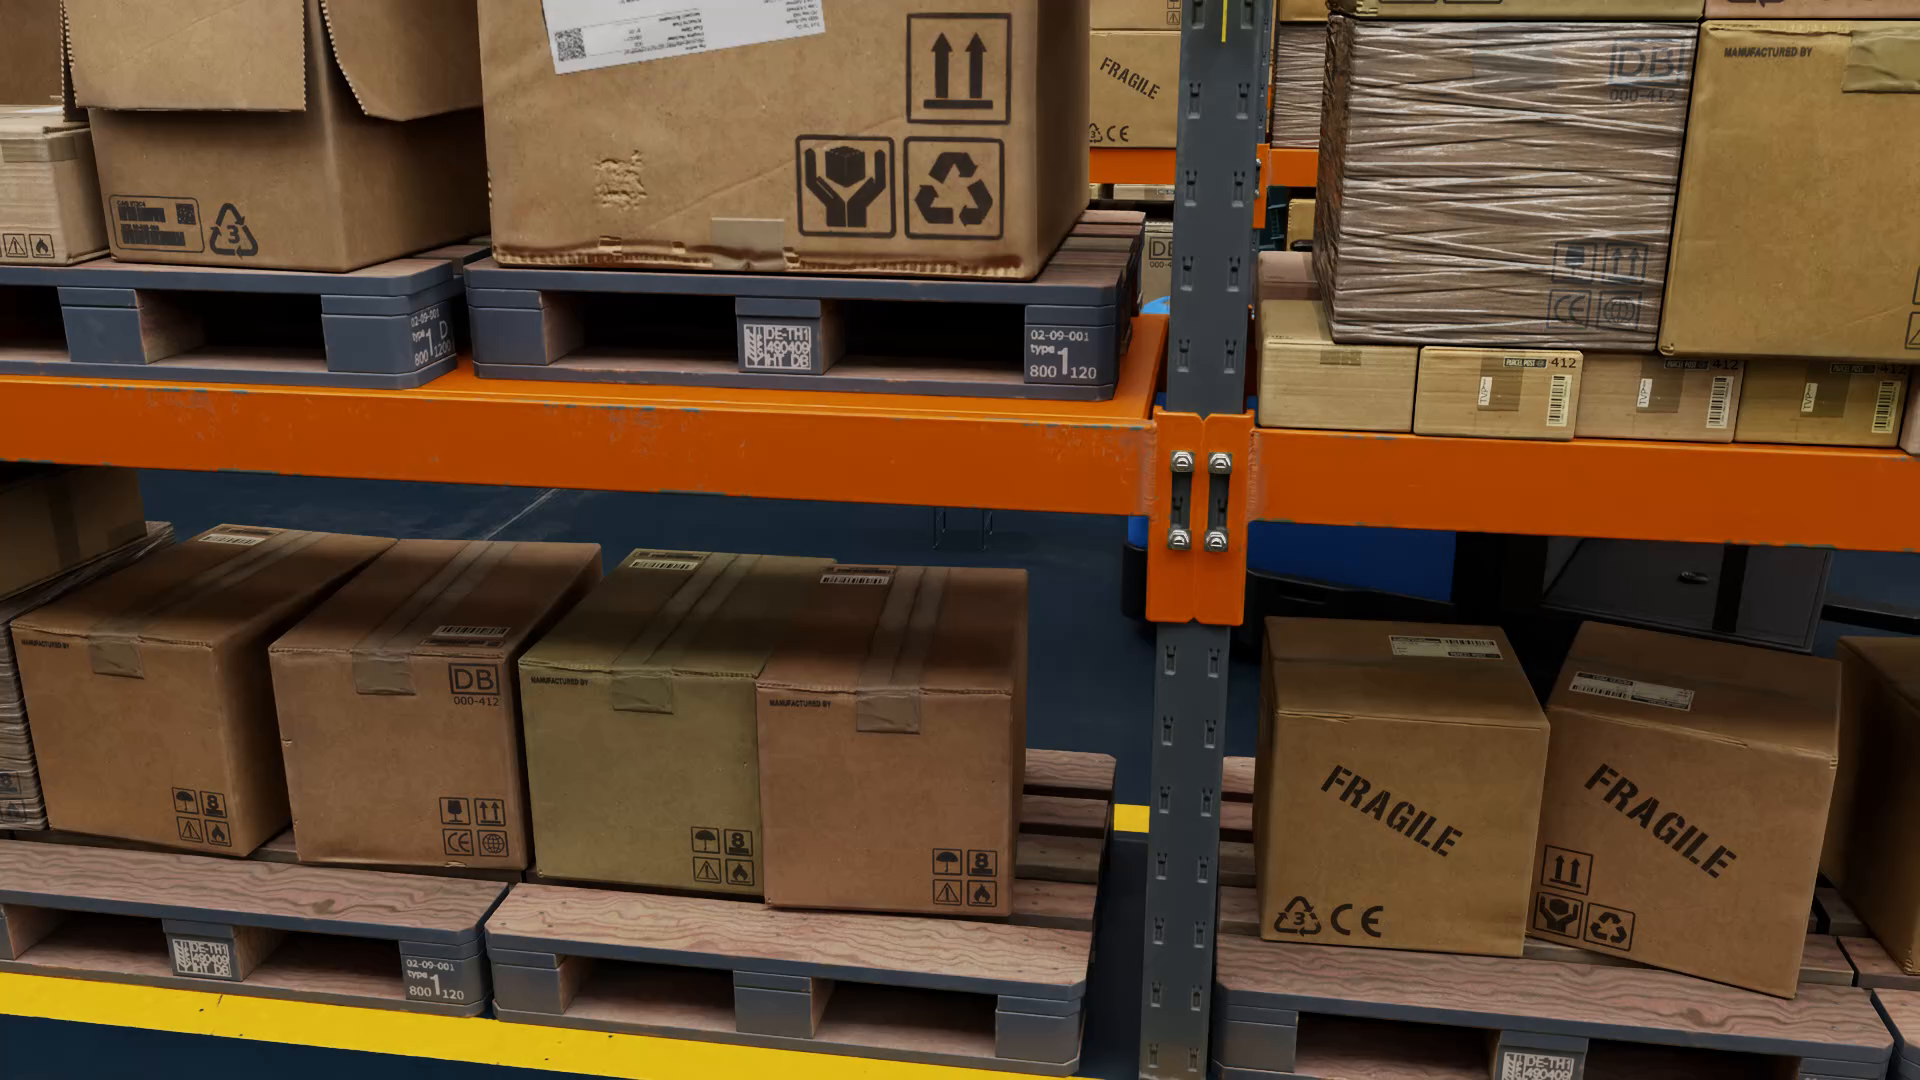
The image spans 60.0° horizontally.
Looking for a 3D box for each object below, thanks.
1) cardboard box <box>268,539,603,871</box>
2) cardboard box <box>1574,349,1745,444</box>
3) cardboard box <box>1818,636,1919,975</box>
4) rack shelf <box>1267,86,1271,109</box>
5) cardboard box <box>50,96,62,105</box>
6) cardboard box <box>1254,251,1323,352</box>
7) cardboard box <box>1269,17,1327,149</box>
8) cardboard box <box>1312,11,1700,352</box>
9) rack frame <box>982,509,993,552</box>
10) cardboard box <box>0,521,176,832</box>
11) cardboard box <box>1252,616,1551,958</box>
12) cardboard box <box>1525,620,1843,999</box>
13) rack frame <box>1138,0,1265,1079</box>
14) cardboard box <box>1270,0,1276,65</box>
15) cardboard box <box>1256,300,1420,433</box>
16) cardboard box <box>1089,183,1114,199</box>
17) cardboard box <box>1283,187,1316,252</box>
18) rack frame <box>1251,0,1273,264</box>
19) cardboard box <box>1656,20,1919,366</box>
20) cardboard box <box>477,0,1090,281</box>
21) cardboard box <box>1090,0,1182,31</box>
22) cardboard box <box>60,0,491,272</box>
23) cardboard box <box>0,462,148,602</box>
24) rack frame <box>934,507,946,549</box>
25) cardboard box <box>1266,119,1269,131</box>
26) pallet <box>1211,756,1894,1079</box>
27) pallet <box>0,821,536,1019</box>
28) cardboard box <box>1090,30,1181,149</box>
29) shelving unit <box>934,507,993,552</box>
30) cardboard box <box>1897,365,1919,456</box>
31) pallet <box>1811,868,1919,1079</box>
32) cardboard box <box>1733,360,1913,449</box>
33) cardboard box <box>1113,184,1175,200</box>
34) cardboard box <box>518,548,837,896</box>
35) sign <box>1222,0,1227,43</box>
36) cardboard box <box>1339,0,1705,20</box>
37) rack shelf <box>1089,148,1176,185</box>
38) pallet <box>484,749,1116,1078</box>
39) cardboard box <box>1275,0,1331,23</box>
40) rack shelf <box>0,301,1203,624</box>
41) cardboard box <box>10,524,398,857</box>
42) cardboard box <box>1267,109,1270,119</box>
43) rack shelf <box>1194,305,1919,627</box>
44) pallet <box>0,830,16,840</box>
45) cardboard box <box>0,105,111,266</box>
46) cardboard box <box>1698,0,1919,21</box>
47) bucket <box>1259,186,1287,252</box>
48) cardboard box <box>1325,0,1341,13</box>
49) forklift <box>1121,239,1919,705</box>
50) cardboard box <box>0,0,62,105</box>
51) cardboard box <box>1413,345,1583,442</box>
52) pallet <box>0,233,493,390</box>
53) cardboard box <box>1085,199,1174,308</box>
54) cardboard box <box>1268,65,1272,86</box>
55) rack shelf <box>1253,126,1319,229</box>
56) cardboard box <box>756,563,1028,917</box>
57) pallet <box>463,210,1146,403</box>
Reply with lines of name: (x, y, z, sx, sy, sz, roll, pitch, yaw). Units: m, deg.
cardboard box: (-1.140, 0.348, 3.781, 0.500, 0.500, 0.700, 1, 19, 4)
cardboard box: (1.144, -0.288, 2.832, 0.250, 0.149, 0.380, 3, 19, 9)
cardboard box: (2.064, 0.519, 3.302, 0.500, 0.500, 0.500, 1, 19, 4)
rack shelf: (4.030, -3.196, 12.260, 4.000, 0.370, 1.077, 3, 19, 9)
cardboard box: (-1.777, -0.870, 3.726, 0.258, 0.266, 0.396, 2, 19, 7)
cardboard box: (0.742, -0.495, 3.451, 0.250, 0.149, 0.380, 3, 19, 9)
cardboard box: (1.736, -2.138, 7.729, 0.550, 0.550, 0.875, 3, 19, 9)
cardboard box: (0.918, -0.679, 2.979, 0.500, 0.500, 0.875, 3, 19, 9)
rack frame: (0.105, -0.564, 6.097, 0.006, 1.200, 0.240, 3, 19, 9)
cardboard box: (-2.252, 0.294, 3.943, 0.500, 0.500, 0.700, 1, 19, 4)
cardboard box: (0.872, 0.486, 3.400, 0.500, 0.500, 0.500, 2, 19, 7)
cardboard box: (1.439, 0.513, 3.321, 0.500, 0.500, 0.500, 9, 21, 26)
rack frame: (0.483, -0.533, 3.168, 0.127, 3.000, 1.000, 3, 19, 9)
cardboard box: (2.445, -3.716, 12.057, 0.500, 0.500, 0.500, 3, 19, 9)
cardboard box: (0.648, -0.309, 2.894, 0.250, 0.149, 0.380, 3, 19, 9)
cardboard box: (0.827, -2.651, 12.979, 0.625, 0.372, 0.950, 4, 19, 12)
cardboard box: (1.980, -1.220, 7.907, 0.875, 0.875, 0.875, 3, 19, 9)
rack frame: (1.370, -2.082, 7.797, 0.127, 3.000, 1.000, 3, 19, 9)
cardboard box: (1.406, -0.643, 2.871, 0.500, 0.500, 0.875, 3, 19, 9)
cardboard box: (-0.279, -1.100, 3.257, 1.000, 1.000, 1.000, 3, 19, 9)
cardboard box: (0.879, -2.626, 7.692, 0.500, 0.500, 0.700, 3, 19, 8)
cardboard box: (-1.243, -0.839, 3.259, 0.637, 0.503, 0.797, 5, 19, 14)
cardboard box: (-2.274, -0.065, 3.835, 0.500, 0.250, 0.500, 5, 19, 15)
rack frame: (-0.076, -0.573, 6.124, 0.006, 1.200, 0.240, 3, 19, 9)
cardboard box: (3.268, -4.204, 17.024, 0.500, 0.250, 0.500, 3, 19, 8)
pallet: (1.152, 0.812, 3.543, 1.213, 0.211, 1.003, 3, 19, 9)
pallet: (-1.494, 0.690, 3.908, 1.213, 0.211, 1.003, 3, 19, 9)
cardboard box: (0.812, -2.071, 7.609, 0.500, 0.500, 0.500, 3, 19, 8)
shelving unit: (0.014, -0.568, 6.111, 0.189, 1.200, 0.258, 3, 19, 9)
cardboard box: (1.633, -0.253, 2.728, 0.250, 0.149, 0.380, 3, 19, 9)
pallet: (2.360, 0.873, 3.361, 1.213, 0.211, 1.003, 3, 19, 9)
cardboard box: (1.392, -0.278, 2.804, 0.250, 0.149, 0.380, 3, 19, 9)
cardboard box: (1.537, -2.616, 12.874, 0.625, 0.372, 0.950, 3, 19, 9)
cardboard box: (-0.587, 0.376, 3.697, 0.500, 0.500, 0.700, 3, 19, 8)
sign: (0.399, -0.908, 2.464, 0.005, 0.325, 0.100, 3, 19, 9)
cardboard box: (0.887, -1.093, 2.641, 0.500, 0.500, 0.500, 3, 19, 9)
rack shelf: (-0.605, -1.841, 8.212, 4.000, 0.370, 1.077, 3, 19, 9)
pallet: (-0.286, 0.751, 3.726, 1.213, 0.211, 1.003, 3, 19, 9)
cardboard box: (1.729, -2.635, 7.514, 0.550, 0.550, 0.875, 3, 19, 9)
rack shelf: (-1.491, -0.292, 3.583, 4.000, 0.370, 1.077, 3, 19, 9)
cardboard box: (-1.691, 0.320, 3.864, 0.500, 0.500, 0.700, 5, 19, 13)
cardboard box: (3.267, -4.439, 16.940, 0.500, 0.250, 0.500, 3, 19, 8)
rack shelf: (2.458, -0.091, 2.981, 4.000, 0.370, 1.077, 3, 19, 9)
pallet: (-2.695, 0.628, 4.093, 1.213, 0.211, 1.003, 3, 19, 9)
cardboard box: (-1.848, -0.706, 3.259, 0.500, 0.250, 0.500, 2, 19, 7)
cardboard box: (1.381, -1.068, 2.567, 0.500, 0.500, 0.500, 3, 19, 9)
bucket: (1.870, -1.965, 10.213, 0.620, 0.611, 0.726, -1, 16, 31)
cardboard box: (0.971, -1.259, 3.136, 0.500, 0.500, 0.500, 3, 19, 9)
forklift: (2.058, -0.984, 4.625, 3.031, 2.935, 1.130, 10, 21, 28)
cardboard box: (-2.359, -0.969, 3.653, 0.500, 0.500, 0.700, 6, 19, 17)
cardboard box: (0.893, -0.292, 2.844, 0.250, 0.149, 0.380, 3, 19, 9)
pallet: (-1.505, -0.556, 3.541, 1.213, 0.211, 1.003, 3, 19, 9)
cardboard box: (0.743, -1.217, 8.096, 0.750, 0.750, 1.050, 3, 19, 8)
cardboard box: (2.315, -3.402, 12.139, 0.250, 0.149, 0.380, 3, 19, 8)
rack shelf: (3.345, -1.640, 7.610, 4.000, 0.370, 1.077, 3, 19, 9)
cardboard box: (-0.119, 0.406, 3.607, 0.500, 0.500, 0.700, 1, 19, 4)
pallet: (-0.248, -0.526, 3.450, 1.213, 0.211, 1.003, 3, 19, 9)
